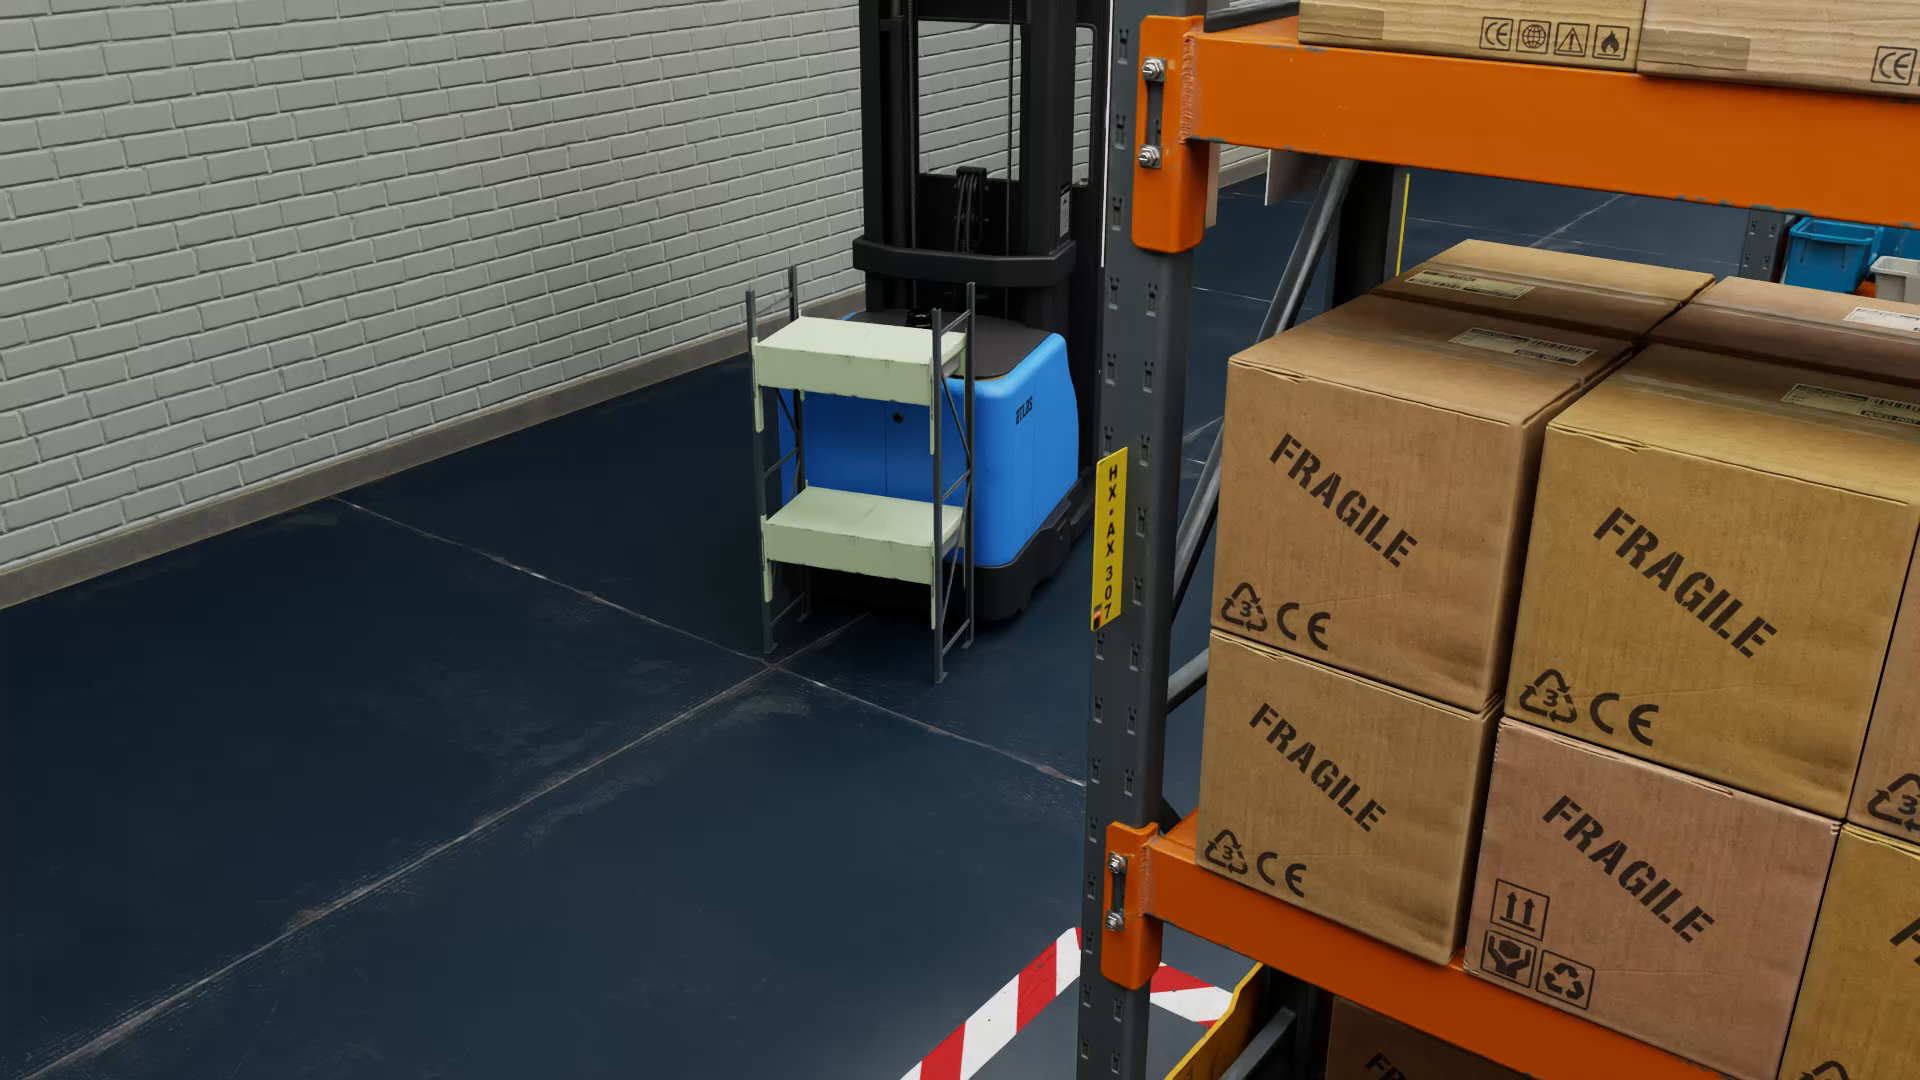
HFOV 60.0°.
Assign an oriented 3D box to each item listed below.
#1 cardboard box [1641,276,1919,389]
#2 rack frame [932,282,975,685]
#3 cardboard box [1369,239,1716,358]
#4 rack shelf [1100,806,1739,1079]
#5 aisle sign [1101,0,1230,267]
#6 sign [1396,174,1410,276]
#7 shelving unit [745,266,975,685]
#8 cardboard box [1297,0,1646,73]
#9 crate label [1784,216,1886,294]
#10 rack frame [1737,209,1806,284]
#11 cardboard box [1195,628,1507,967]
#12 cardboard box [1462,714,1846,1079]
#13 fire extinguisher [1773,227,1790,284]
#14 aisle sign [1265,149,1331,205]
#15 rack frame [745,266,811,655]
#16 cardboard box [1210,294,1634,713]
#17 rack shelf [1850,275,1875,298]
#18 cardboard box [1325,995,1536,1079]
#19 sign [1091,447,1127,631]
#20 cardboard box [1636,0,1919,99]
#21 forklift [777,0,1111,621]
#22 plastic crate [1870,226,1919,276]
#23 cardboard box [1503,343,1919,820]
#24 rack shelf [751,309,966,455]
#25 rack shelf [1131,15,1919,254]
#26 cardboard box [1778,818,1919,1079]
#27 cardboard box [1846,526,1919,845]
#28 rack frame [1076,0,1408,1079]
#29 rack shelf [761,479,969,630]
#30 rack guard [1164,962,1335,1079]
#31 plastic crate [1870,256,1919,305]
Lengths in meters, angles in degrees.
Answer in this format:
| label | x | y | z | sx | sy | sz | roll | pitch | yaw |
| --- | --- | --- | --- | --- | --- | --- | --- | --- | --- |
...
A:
| label | x | y | z | sx | sy | sz | roll | pitch | yaw |
| --- | --- | --- | --- | --- | --- | --- | --- | --- | --- |
| cardboard box | 1.518 | -0.141 | 2.987 | 0.500 | 0.500 | 0.500 | 18 | 29 | 35 |
| rack frame | -0.021 | -0.201 | 6.345 | 0.023 | 1.500 | 0.400 | 8 | 25 | 18 |
| cardboard box | 1.113 | -0.263 | 3.263 | 0.500 | 0.500 | 0.500 | 17 | 29 | 33 |
| rack shelf | 2.192 | 1.034 | 2.575 | 4.000 | 0.370 | 1.077 | 17 | 29 | 33 |
| aisle sign | 0.361 | -0.890 | 2.826 | 0.004 | 0.787 | 0.394 | 17 | 29 | 33 |
| sign | 0.941 | -0.628 | 3.626 | 0.005 | 0.325 | 0.100 | 17 | 29 | 33 |
| shelving unit | -0.366 | -0.250 | 6.458 | 0.755 | 1.500 | 0.431 | 8 | 25 | 18 |
| cardboard box | 0.851 | -0.877 | 2.485 | 0.500 | 0.250 | 0.500 | 17 | 29 | 33 |
| crate label | 3.566 | -1.161 | 6.798 | 0.303 | 0.233 | 0.416 | 17 | 29 | 33 |
| rack frame | 3.566 | -1.376 | 7.153 | 0.127 | 3.000 | 1.000 | 17 | 29 | 33 |
| cardboard box | 0.789 | 0.368 | 3.071 | 0.500 | 0.500 | 0.500 | 18 | 29 | 34 |
| cardboard box | 1.205 | 0.491 | 2.792 | 0.500 | 0.500 | 0.500 | 16 | 29 | 33 |
| fire extinguisher | 3.718 | -1.353 | 7.660 | 0.183 | 0.674 | 0.296 | 17 | 29 | 33 |
| aisle sign | 0.721 | -1.084 | 3.266 | 0.004 | 0.787 | 0.394 | 17 | 29 | 33 |
| rack frame | -0.710 | -0.300 | 6.572 | 0.023 | 1.500 | 0.400 | 8 | 25 | 18 |
| cardboard box | 0.789 | -0.090 | 2.870 | 0.500 | 0.500 | 0.500 | 18 | 29 | 35 |
| rack shelf | 5.166 | -0.563 | 6.201 | 4.000 | 0.370 | 1.077 | 17 | 29 | 33 |
| cardboard box | 1.175 | 1.216 | 3.825 | 0.500 | 0.500 | 0.500 | 17 | 29 | 33 |
| sign | 0.267 | 0.000 | 2.956 | 0.005 | 0.325 | 0.100 | 17 | 29 | 33 |
| cardboard box | 1.243 | -0.752 | 2.202 | 0.500 | 0.250 | 0.500 | 17 | 29 | 33 |
| forklift | 0.211 | -1.577 | 7.695 | 1.130 | 2.935 | 3.031 | 8 | 25 | 18 |
| plastic crate | 3.946 | -1.399 | 7.087 | 0.499 | 0.435 | 0.616 | 17 | 29 | 33 |
| cardboard box | 1.212 | 0.034 | 2.588 | 0.500 | 0.500 | 0.500 | 17 | 29 | 34 |
| rack shelf | -0.366 | -0.608 | 6.301 | 0.720 | 0.370 | 0.431 | 8 | 25 | 18 |
| rack shelf | 2.192 | -0.339 | 1.971 | 4.000 | 0.370 | 1.077 | 17 | 29 | 33 |
| cardboard box | 1.605 | 0.613 | 2.514 | 0.500 | 0.500 | 0.500 | 17 | 29 | 33 |
| cardboard box | 1.609 | 0.157 | 2.310 | 0.500 | 0.500 | 0.500 | 17 | 29 | 34 |
| rack frame | 0.592 | 0.221 | 3.528 | 0.127 | 3.000 | 1.000 | 17 | 29 | 33 |
| rack shelf | -0.366 | 0.048 | 6.590 | 0.720 | 0.370 | 0.431 | 8 | 25 | 18 |
| rack guard | 0.653 | 1.383 | 3.990 | 0.348 | 0.500 | 1.175 | 17 | 29 | 33 |
| plastic crate | 3.773 | -1.013 | 6.581 | 0.298 | 0.136 | 0.250 | 17 | 29 | 33 |
